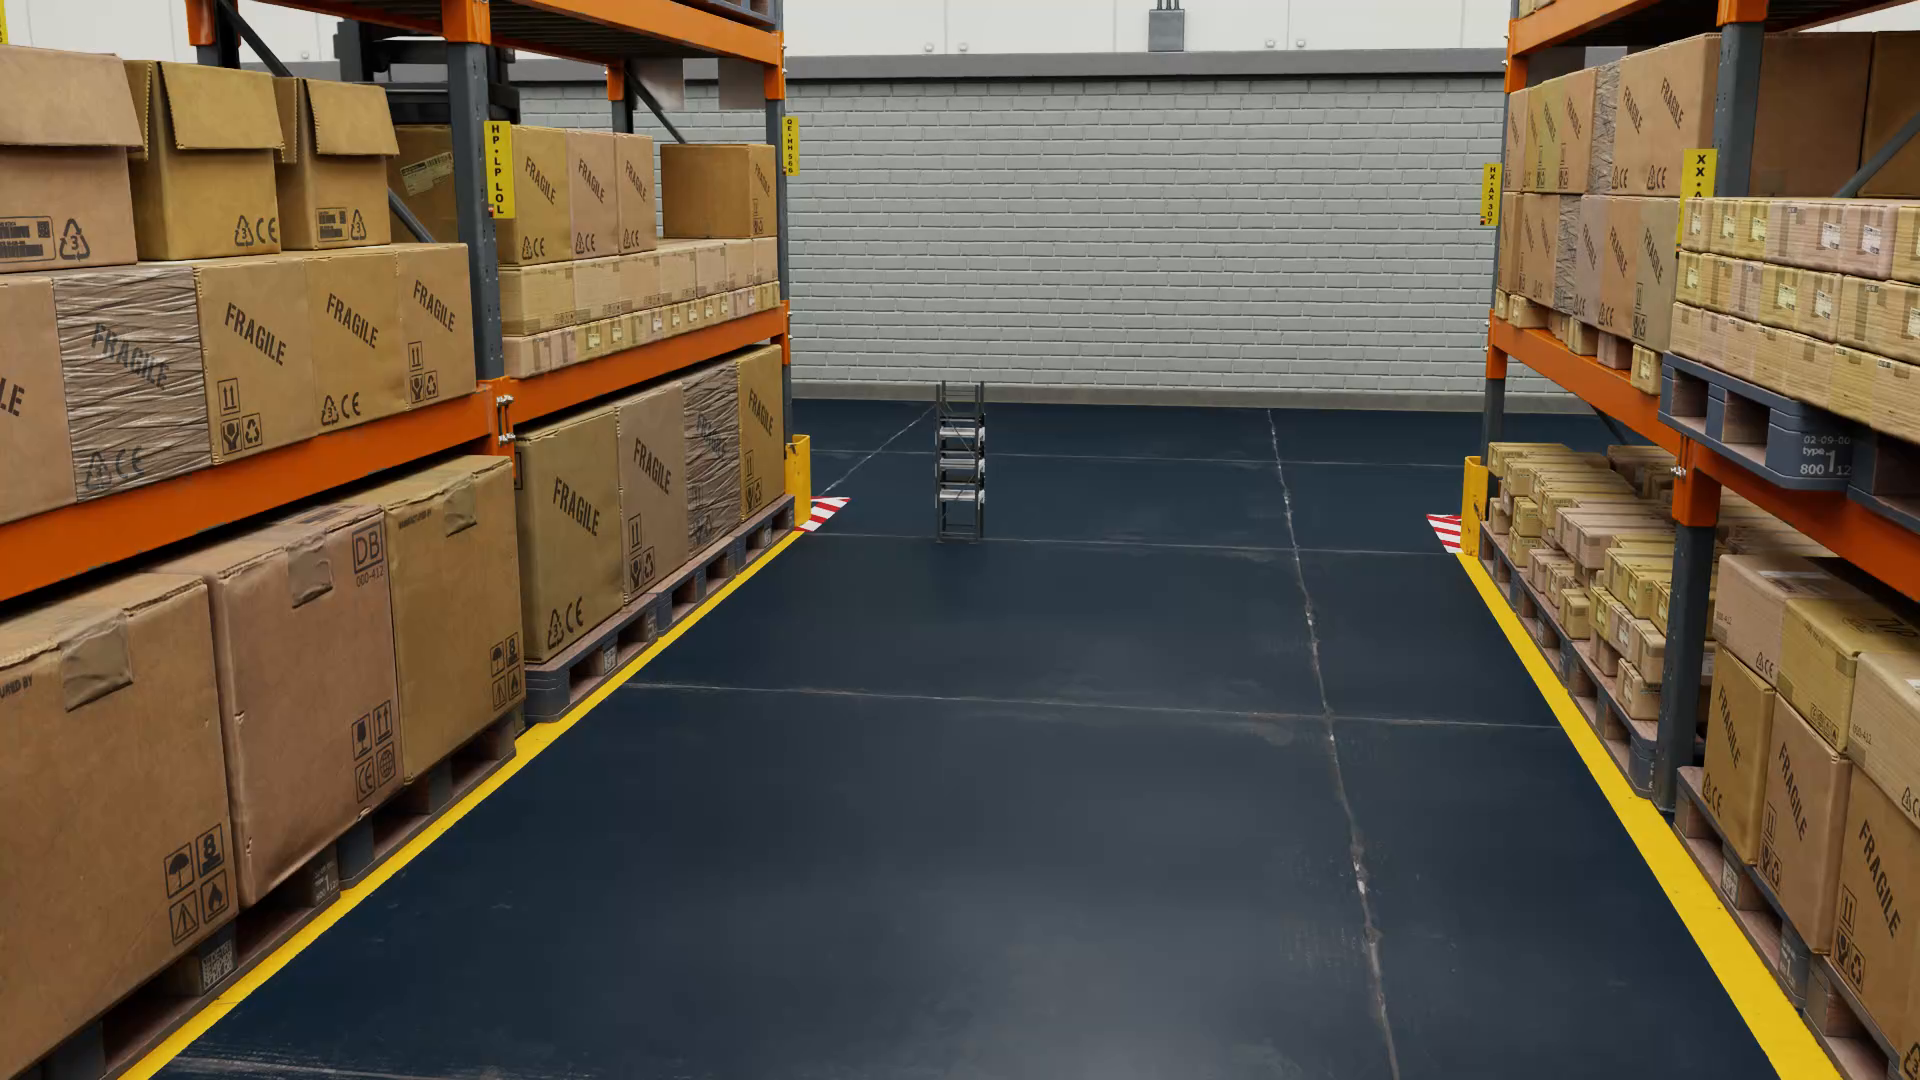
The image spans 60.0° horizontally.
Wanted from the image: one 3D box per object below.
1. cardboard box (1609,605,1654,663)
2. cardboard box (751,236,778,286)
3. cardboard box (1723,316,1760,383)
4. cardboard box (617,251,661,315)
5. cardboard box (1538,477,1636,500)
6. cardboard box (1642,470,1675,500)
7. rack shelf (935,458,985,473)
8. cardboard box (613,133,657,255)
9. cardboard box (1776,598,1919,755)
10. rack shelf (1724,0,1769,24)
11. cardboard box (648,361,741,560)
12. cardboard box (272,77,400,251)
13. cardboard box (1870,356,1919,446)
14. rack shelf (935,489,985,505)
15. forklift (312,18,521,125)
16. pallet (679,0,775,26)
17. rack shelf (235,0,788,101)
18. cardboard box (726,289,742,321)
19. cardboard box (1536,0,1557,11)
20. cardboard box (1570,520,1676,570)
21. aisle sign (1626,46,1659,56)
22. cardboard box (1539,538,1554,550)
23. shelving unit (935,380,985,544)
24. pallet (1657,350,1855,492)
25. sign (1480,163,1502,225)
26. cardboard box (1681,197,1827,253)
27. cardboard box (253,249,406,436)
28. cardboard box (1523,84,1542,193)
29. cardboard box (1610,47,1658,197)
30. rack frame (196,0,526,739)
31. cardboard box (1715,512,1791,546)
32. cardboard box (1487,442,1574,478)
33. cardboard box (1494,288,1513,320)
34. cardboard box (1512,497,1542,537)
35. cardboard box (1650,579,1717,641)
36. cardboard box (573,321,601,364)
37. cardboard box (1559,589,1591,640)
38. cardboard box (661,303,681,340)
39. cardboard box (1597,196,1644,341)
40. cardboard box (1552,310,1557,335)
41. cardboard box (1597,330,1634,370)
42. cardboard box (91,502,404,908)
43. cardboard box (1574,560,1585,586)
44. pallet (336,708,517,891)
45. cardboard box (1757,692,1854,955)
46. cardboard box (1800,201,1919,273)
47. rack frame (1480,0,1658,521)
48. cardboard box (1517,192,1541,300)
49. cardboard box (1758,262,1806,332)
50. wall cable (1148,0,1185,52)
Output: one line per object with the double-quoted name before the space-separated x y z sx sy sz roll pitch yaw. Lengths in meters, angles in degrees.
"cardboard box" 2.529 0.335 5.884 0.380 0.149 0.250 1 12 6
"cardboard box" -1.317 -1.553 9.227 0.500 0.250 0.500 2 12 8
"cardboard box" 2.172 -0.481 4.205 0.380 0.149 0.250 2 12 9
"cardboard box" -1.633 -1.130 7.267 0.500 0.250 0.500 2 12 10
"cardboard box" 2.867 -0.191 7.619 0.380 0.149 0.250 2 12 11
"cardboard box" 3.438 -0.232 7.808 0.380 0.149 0.250 1 12 6
"rack shelf" 0.001 -0.409 9.413 0.258 0.077 0.200 2 12 9
"cardboard box" -1.635 -1.498 7.195 0.500 0.500 0.500 1 12 7
"cardboard box" 2.312 0.331 3.995 0.500 0.250 0.500 2 12 10
"rack shelf" 2.458 -1.274 2.872 1.077 0.370 4.000 2 12 9
"cardboard box" -1.664 -0.431 8.421 0.875 0.875 0.875 2 12 9
"cardboard box" -2.210 -1.163 5.153 0.797 0.503 0.637 2 12 7
"cardboard box" 2.013 -0.267 3.210 0.380 0.149 0.250 1 12 6
"rack shelf" 0.001 -0.233 9.451 0.258 0.077 0.200 2 12 9
"forklift" -2.937 -1.397 9.017 1.130 2.935 3.031 -1 12 -5
"pallet" -1.608 -2.858 8.726 1.003 0.211 1.213 2 12 9
"rack shelf" -1.812 -2.288 7.579 1.077 0.370 4.000 2 12 9
"cardboard box" -1.351 -1.224 8.648 0.380 0.149 0.250 2 12 10
"cardboard box" 2.974 -2.607 7.704 0.500 0.250 0.500 2 12 10
"cardboard box" 2.662 0.022 6.629 0.380 0.149 0.250 1 12 6
"aisle sign" 3.689 -2.684 8.659 0.394 0.787 0.004 2 12 9
"cardboard box" 2.901 0.094 7.708 0.380 0.149 0.250 2 12 9
"shelving unit" 0.001 -0.442 9.406 0.258 0.900 0.210 2 12 9
"pallet" 2.504 -0.327 4.348 1.003 0.211 1.213 2 12 9
"sign" 2.845 -1.849 8.898 0.100 0.325 0.005 2 12 9
"cardboard box" 2.251 -0.882 4.652 0.380 0.149 0.250 3 12 12
"cardboard box" -2.005 -0.597 4.907 0.500 0.500 0.500 2 12 10
"cardboard box" 2.978 -1.901 7.878 0.500 0.500 0.500 2 12 10
"cardboard box" 2.645 -1.473 5.891 0.500 0.500 0.500 1 12 7
"rack frame" -2.120 -0.757 5.887 1.000 3.000 0.127 2 12 9
"cardboard box" 3.212 -0.017 6.812 0.380 0.149 0.250 1 12 6
"cardboard box" 2.965 -0.413 8.646 0.380 0.149 0.250 1 12 6
"cardboard box" 3.007 -1.229 8.670 0.380 0.149 0.250 2 12 8
"cardboard box" 2.852 -0.106 7.928 0.380 0.149 0.250 2 12 10
"cardboard box" 2.563 0.240 5.620 0.380 0.149 0.250 2 12 10
"cardboard box" -1.665 -0.795 6.658 0.380 0.149 0.250 2 12 11
"cardboard box" 2.648 0.305 6.730 0.380 0.149 0.250 2 12 9
"cardboard box" -1.507 -1.010 7.655 0.380 0.149 0.250 2 12 7
"cardboard box" 2.642 -0.988 6.013 0.500 0.500 0.500 2 12 7
"cardboard box" 2.944 -1.006 7.637 0.380 0.149 0.250 2 12 8
"cardboard box" 2.687 -0.741 6.408 0.380 0.149 0.250 1 12 6
"cardboard box" -2.335 0.396 4.582 1.225 0.875 0.875 1 12 7
"cardboard box" 2.770 0.121 6.878 0.380 0.149 0.250 1 12 6
"pallet" -2.164 0.769 5.424 1.003 0.211 1.213 2 12 9
"cardboard box" 2.310 0.697 4.078 0.500 0.500 0.500 2 12 11
"cardboard box" 2.092 -0.665 3.646 0.380 0.149 0.250 2 12 8
"rack frame" 3.381 -1.408 8.907 1.000 3.000 0.127 2 12 9
"cardboard box" 2.982 -1.406 7.953 0.500 0.500 0.500 2 12 9
"cardboard box" 2.134 -0.574 3.932 0.380 0.149 0.250 1 12 6
"wall cable" 2.771 -7.161 13.723 2.277 5.999 0.120 2 12 9
